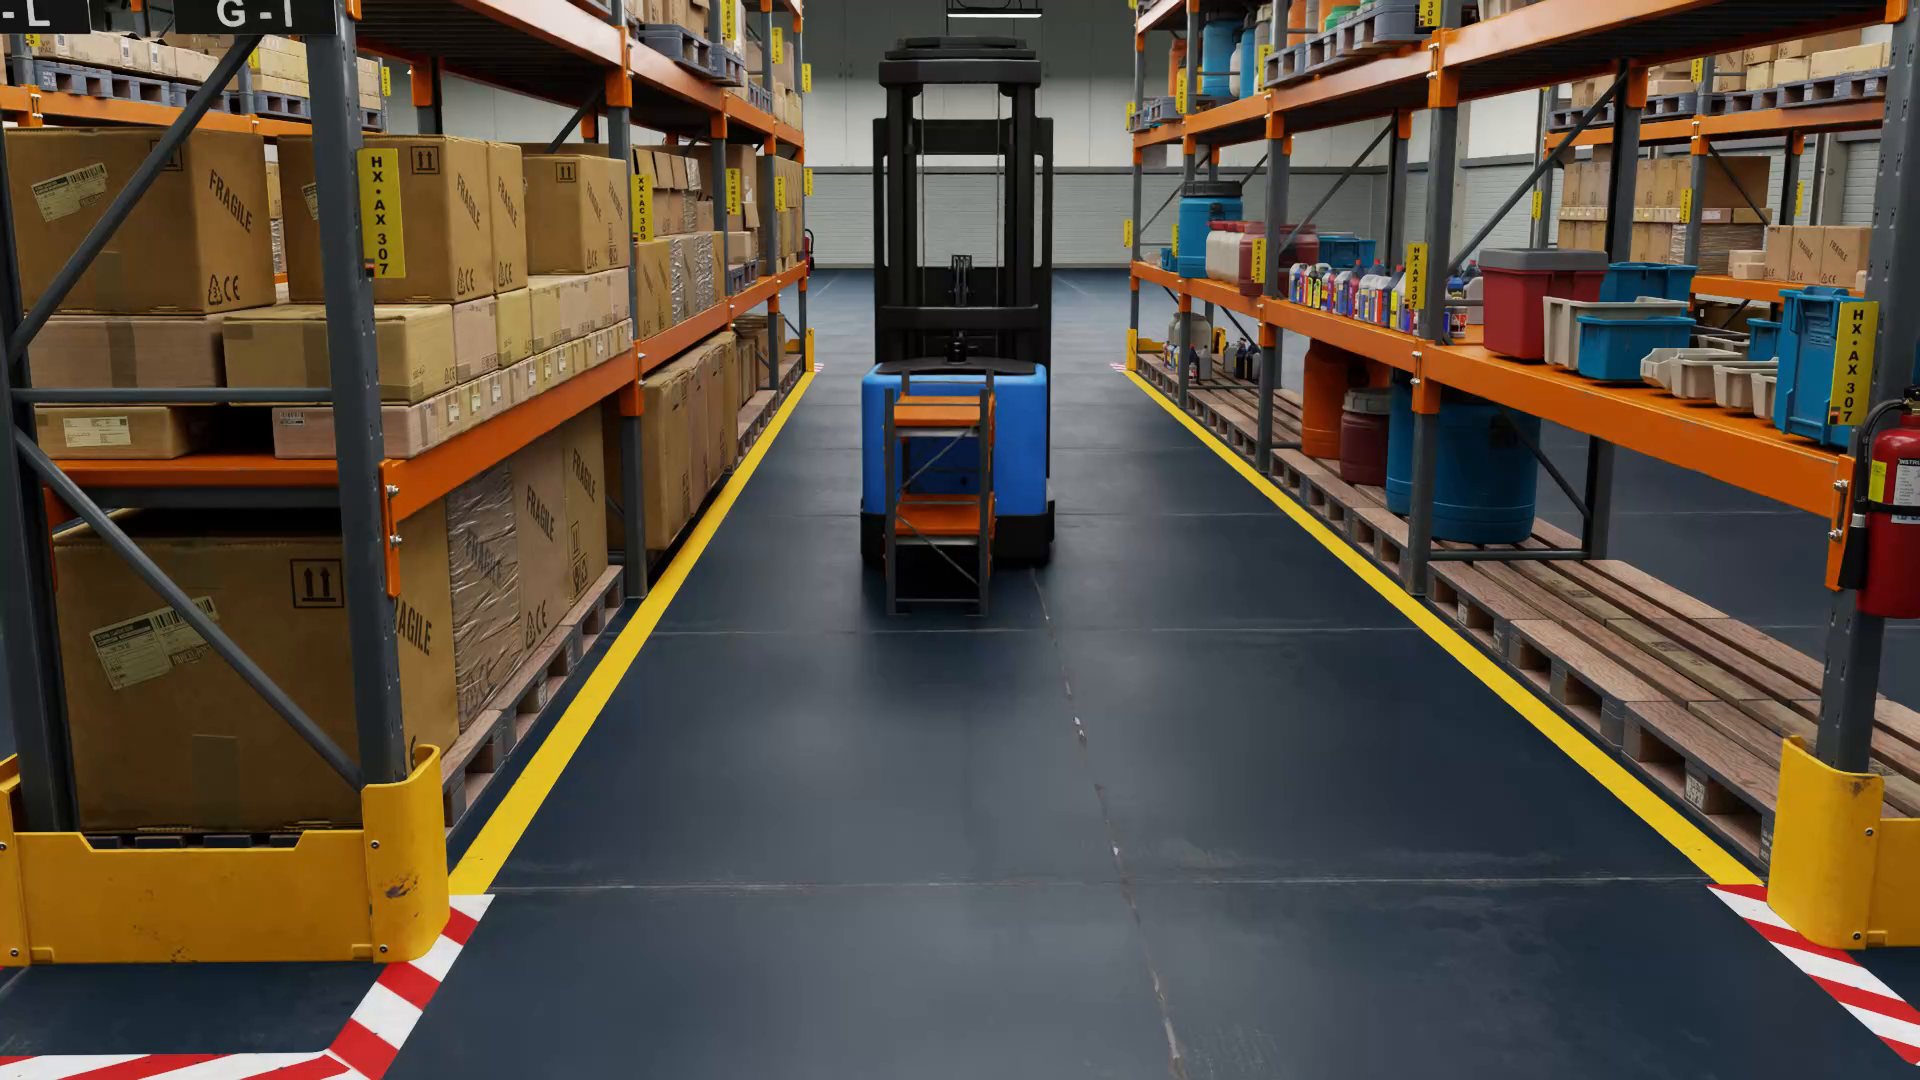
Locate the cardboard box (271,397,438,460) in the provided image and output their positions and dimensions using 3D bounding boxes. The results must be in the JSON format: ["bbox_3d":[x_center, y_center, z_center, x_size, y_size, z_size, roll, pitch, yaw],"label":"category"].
[{"bbox_3d":[-1.714,-0.320,4.725,0.380,0.149,0.250,0,11,-1],"label":"cardboard box"}]

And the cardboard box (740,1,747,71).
[{"bbox_3d":[-1.979,-4.021,13.282,0.500,0.500,0.500,-1,11,-3],"label":"cardboard box"}]

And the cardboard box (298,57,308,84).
[{"bbox_3d":[-6.999,-4.853,17.211,0.500,0.250,0.500,0,11,-2],"label":"cardboard box"}]

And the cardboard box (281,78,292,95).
[{"bbox_3d":[-6.924,-4.533,16.639,0.380,0.149,0.250,0,11,-1],"label":"cardboard box"}]

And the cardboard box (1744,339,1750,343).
[{"bbox_3d":[7.384,-1.747,15.576,0.500,0.311,0.500,0,11,-2],"label":"cardboard box"}]

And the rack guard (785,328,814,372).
[{"bbox_3d":[-2.366,-2.312,20.197,1.175,0.500,0.348,0,11,-1],"label":"rack guard"}]

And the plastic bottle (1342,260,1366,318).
[{"bbox_3d":[2.464,-1.563,10.344,0.144,0.351,0.185,0,11,-1],"label":"plastic bottle"}]

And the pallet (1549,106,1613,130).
[{"bbox_3d":[7.526,-4.878,19.237,1.003,0.211,1.213,0,11,-1],"label":"pallet"}]

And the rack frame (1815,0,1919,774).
[{"bbox_3d":[2.915,-0.392,4.446,1.000,3.000,0.127,0,11,-1],"label":"rack frame"}]

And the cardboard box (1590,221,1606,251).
[{"bbox_3d":[7.554,-3.345,18.751,0.700,0.500,0.500,0,11,-1],"label":"cardboard box"}]

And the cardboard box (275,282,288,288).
[{"bbox_3d":[-2.347,-0.845,6.307,0.500,0.250,0.500,0,11,-1],"label":"cardboard box"}]

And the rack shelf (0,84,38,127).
[{"bbox_3d":[-7.122,-2.681,9.997,1.077,0.370,4.000,0,11,-1],"label":"rack shelf"}]

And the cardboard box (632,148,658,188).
[{"bbox_3d":[-2.143,-1.971,9.454,0.797,0.503,0.637,0,11,-1],"label":"cardboard box"}]

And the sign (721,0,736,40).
[{"bbox_3d":[-1.647,-3.725,11.830,0.100,0.325,0.005,0,11,-1],"label":"sign"}]

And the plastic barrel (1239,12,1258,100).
[{"bbox_3d":[2.895,-4.393,15.362,0.600,0.901,0.708,0,11,-1],"label":"plastic barrel"}]

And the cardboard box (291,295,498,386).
[{"bbox_3d":[-1.794,-0.644,5.316,0.500,0.250,0.500,0,11,-2],"label":"cardboard box"}]

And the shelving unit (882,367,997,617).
[{"bbox_3d":[-0.089,-0.277,8.597,0.538,1.125,1.048,1,11,3],"label":"shelving unit"}]

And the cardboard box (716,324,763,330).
[{"bbox_3d":[-2.364,-2.054,17.871,0.500,0.500,0.500,-1,12,-6],"label":"cardboard box"}]

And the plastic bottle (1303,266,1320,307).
[{"bbox_3d":[2.445,-1.742,11.413,0.152,0.276,0.135,0,11,-1],"label":"plastic bottle"}]

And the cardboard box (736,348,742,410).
[{"bbox_3d":[-2.290,-1.419,14.691,0.700,0.500,0.500,-1,12,-6],"label":"cardboard box"}]

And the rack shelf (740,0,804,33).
[{"bbox_3d":[-2.326,-5.740,17.539,1.077,0.370,4.000,0,11,-1],"label":"rack shelf"}]

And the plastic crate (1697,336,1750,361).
[{"bbox_3d":[3.169,-0.742,6.686,0.293,0.136,0.466,0,11,-1],"label":"plastic crate"}]

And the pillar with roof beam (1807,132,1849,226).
[{"bbox_3d":[8.941,-7.593,24.851,9.100,9.000,0.400,0,11,-1],"label":"pillar with roof beam"}]

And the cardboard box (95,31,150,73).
[{"bbox_3d":[-6.979,-3.989,13.550,0.500,0.311,0.500,0,11,-2],"label":"cardboard box"}]

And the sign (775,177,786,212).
[{"bbox_3d":[-1.730,-3.327,16.003,0.100,0.325,0.005,0,11,-1],"label":"sign"}]

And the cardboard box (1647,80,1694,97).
[{"bbox_3d":[7.322,-4.657,17.148,0.380,0.149,0.250,0,11,-1],"label":"cardboard box"}]

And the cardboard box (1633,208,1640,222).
[{"bbox_3d":[7.375,-3.469,17.733,0.380,0.149,0.250,0,11,0],"label":"cardboard box"}]

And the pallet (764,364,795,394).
[{"bbox_3d":[-2.362,-1.767,18.237,1.003,0.211,1.213,0,11,-1],"label":"pallet"}]

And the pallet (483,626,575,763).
[{"bbox_3d":[-2.154,0.595,6.597,1.003,0.211,1.213,0,11,-1],"label":"pallet"}]

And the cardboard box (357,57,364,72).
[{"bbox_3d":[-6.973,-5.378,18.798,0.380,0.149,0.250,0,11,0],"label":"cardboard box"}]

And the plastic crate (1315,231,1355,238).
[{"bbox_3d":[3.023,-2.336,13.868,0.402,0.464,0.583,0,11,-1],"label":"plastic crate"}]

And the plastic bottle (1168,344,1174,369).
[{"bbox_3d":[2.320,-2.001,18.134,0.097,0.271,0.097,0,11,0],"label":"plastic bottle"}]

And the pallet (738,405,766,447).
[{"bbox_3d":[-2.239,-0.992,14.420,1.003,0.211,1.213,0,11,-1],"label":"pallet"}]

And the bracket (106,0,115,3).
[{"bbox_3d":[-18.133,-11.549,35.301,0.235,0.232,0.430,0,11,-1],"label":"bracket"}]

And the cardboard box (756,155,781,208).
[{"bbox_3d":[-2.040,-3.532,16.411,0.500,0.500,0.500,0,11,-1],"label":"cardboard box"}]

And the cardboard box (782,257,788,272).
[{"bbox_3d":[-1.992,-2.877,17.326,0.380,0.149,0.250,0,11,-1],"label":"cardboard box"}]

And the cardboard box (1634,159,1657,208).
[{"bbox_3d":[7.583,-3.770,17.582,0.700,0.500,0.500,0,11,-1],"label":"cardboard box"}]

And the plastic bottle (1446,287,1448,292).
[{"bbox_3d":[2.631,-1.345,9.267,0.144,0.351,0.185,0,11,-1],"label":"plastic bottle"}]

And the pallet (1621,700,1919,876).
[{"bbox_3d":[2.937,0.811,5.532,1.003,0.211,1.213,0,11,-1],"label":"pallet"}]

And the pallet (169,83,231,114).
[{"bbox_3d":[-7.177,-3.951,14.926,0.805,0.209,1.217,-1,11,-3],"label":"pallet"}]

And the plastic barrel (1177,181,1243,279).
[{"bbox_3d":[2.372,-2.945,15.770,0.600,0.901,0.708,0,11,-1],"label":"plastic barrel"}]

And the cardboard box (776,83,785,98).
[{"bbox_3d":[-2.008,-4.623,17.133,0.380,0.149,0.250,0,11,-2],"label":"cardboard box"}]

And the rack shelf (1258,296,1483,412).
[{"bbox_3d":[2.791,-1.232,10.397,1.077,0.370,4.000,0,11,-1],"label":"rack shelf"}]

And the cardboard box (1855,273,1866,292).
[{"bbox_3d":[7.408,-2.056,13.282,0.380,0.149,0.250,0,11,-1],"label":"cardboard box"}]

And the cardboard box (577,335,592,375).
[{"bbox_3d":[-1.764,-0.780,6.990,0.380,0.149,0.250,0,11,0],"label":"cardboard box"}]

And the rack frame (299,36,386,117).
[{"bbox_3d":[-7.328,-6.492,19.425,1.000,3.000,0.127,0,11,-1],"label":"rack frame"}]

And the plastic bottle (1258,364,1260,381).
[{"bbox_3d":[3.095,-1.727,16.959,0.097,0.201,0.097,0,11,0],"label":"plastic bottle"}]

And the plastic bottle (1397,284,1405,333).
[{"bbox_3d":[2.494,-1.276,9.115,0.152,0.276,0.135,0,11,-1],"label":"plastic bottle"}]

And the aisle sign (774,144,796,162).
[{"bbox_3d":[-2.068,-4.840,19.831,0.394,0.787,0.004,0,11,-1],"label":"aisle sign"}]

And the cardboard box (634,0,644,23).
[{"bbox_3d":[-2.000,-3.016,9.412,0.380,0.149,0.250,-1,11,-3],"label":"cardboard box"}]

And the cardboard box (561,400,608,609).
[{"bbox_3d":[-2.186,-0.200,7.786,0.875,0.875,0.875,0,11,-1],"label":"cardboard box"}]

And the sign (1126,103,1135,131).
[{"bbox_3d":[2.035,-5.045,19.817,0.100,0.325,0.005,0,11,-1],"label":"sign"}]

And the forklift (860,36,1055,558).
[{"bbox_3d":[0.030,-1.570,10.427,1.130,2.935,3.031,1,11,3],"label":"forklift"}]

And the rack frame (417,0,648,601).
[{"bbox_3d":[-2.119,-1.167,8.265,1.000,3.000,0.127,0,11,-1],"label":"rack frame"}]

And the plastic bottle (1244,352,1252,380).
[{"bbox_3d":[2.959,-1.790,17.065,0.061,0.283,0.133,0,11,-1],"label":"plastic bottle"}]

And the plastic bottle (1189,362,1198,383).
[{"bbox_3d":[2.348,-1.692,16.788,0.097,0.201,0.097,0,11,0],"label":"plastic bottle"}]
